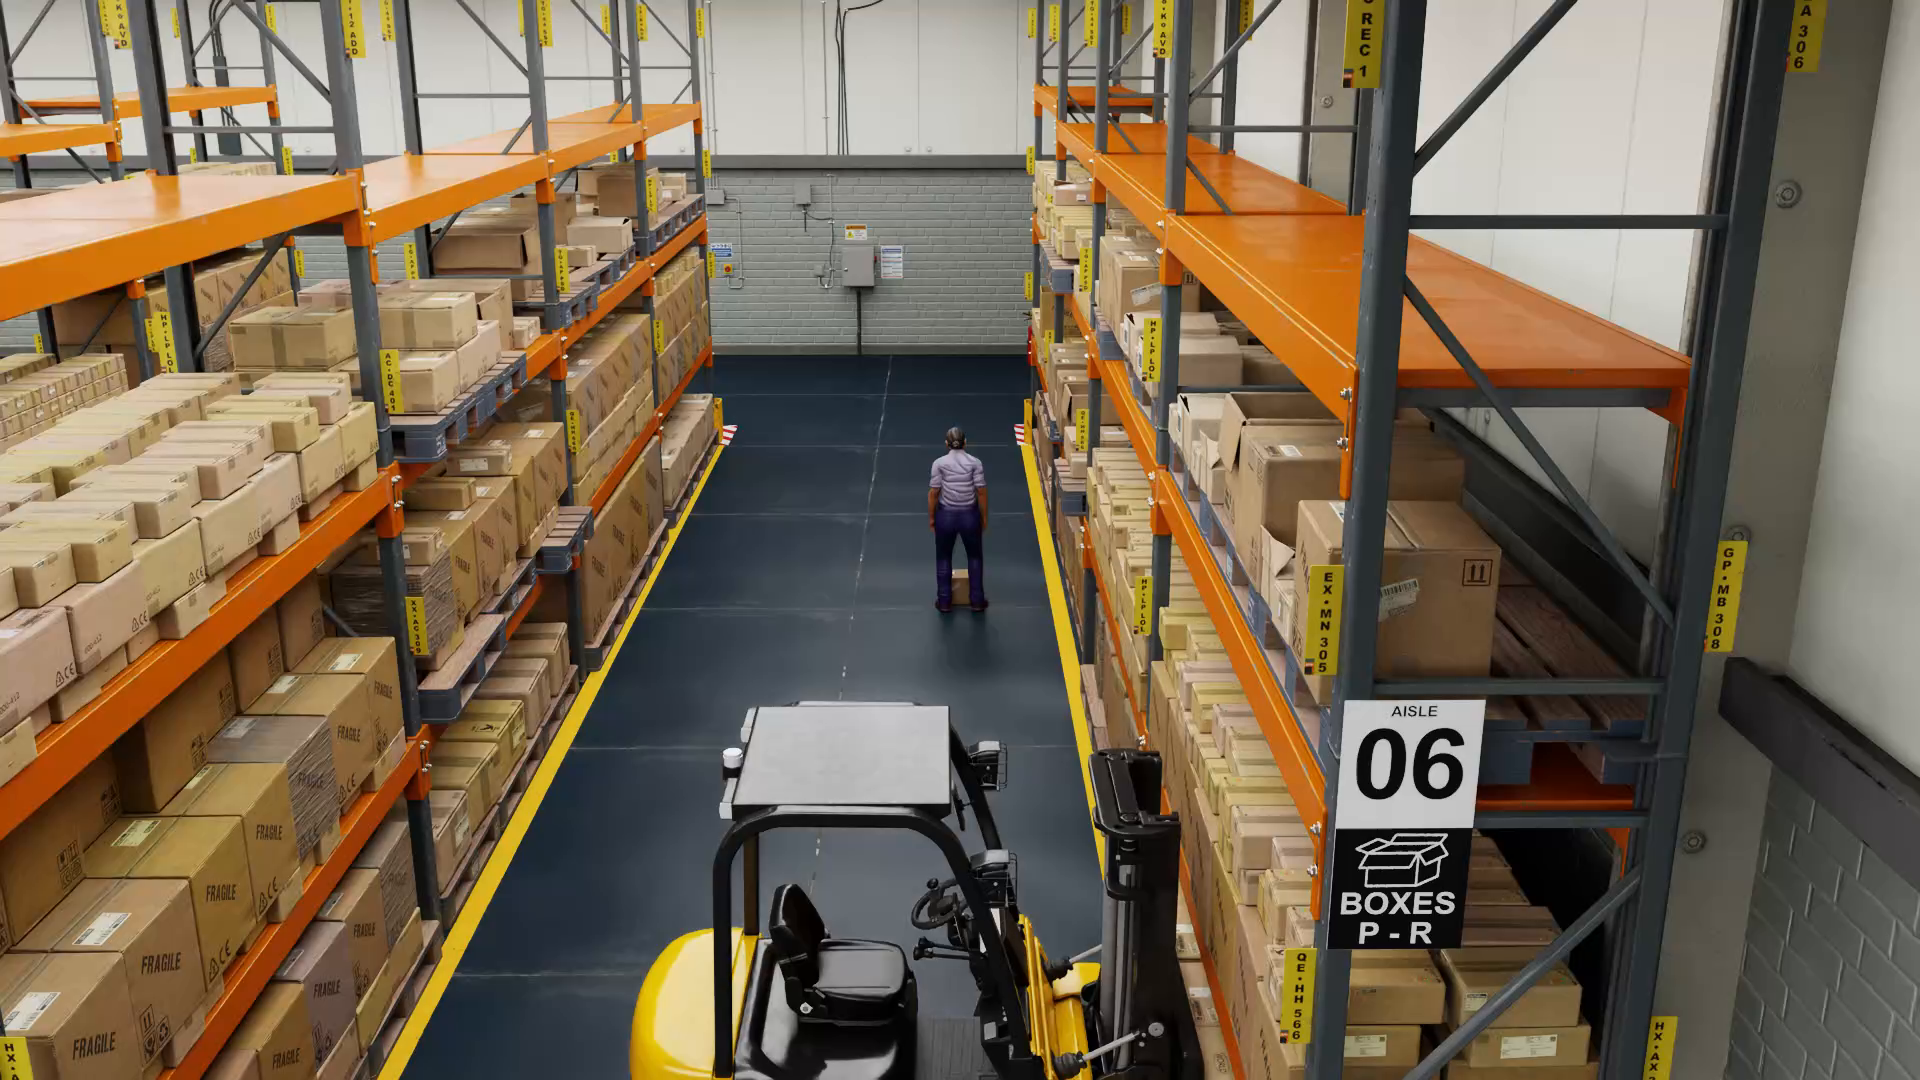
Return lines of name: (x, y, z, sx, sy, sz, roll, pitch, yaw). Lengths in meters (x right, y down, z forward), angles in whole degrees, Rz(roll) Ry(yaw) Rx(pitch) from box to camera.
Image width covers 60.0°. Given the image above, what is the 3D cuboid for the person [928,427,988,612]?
person: (-0.010, -0.177, 14.655, 0.539, 1.651, 0.333, -1, 17, -2)
